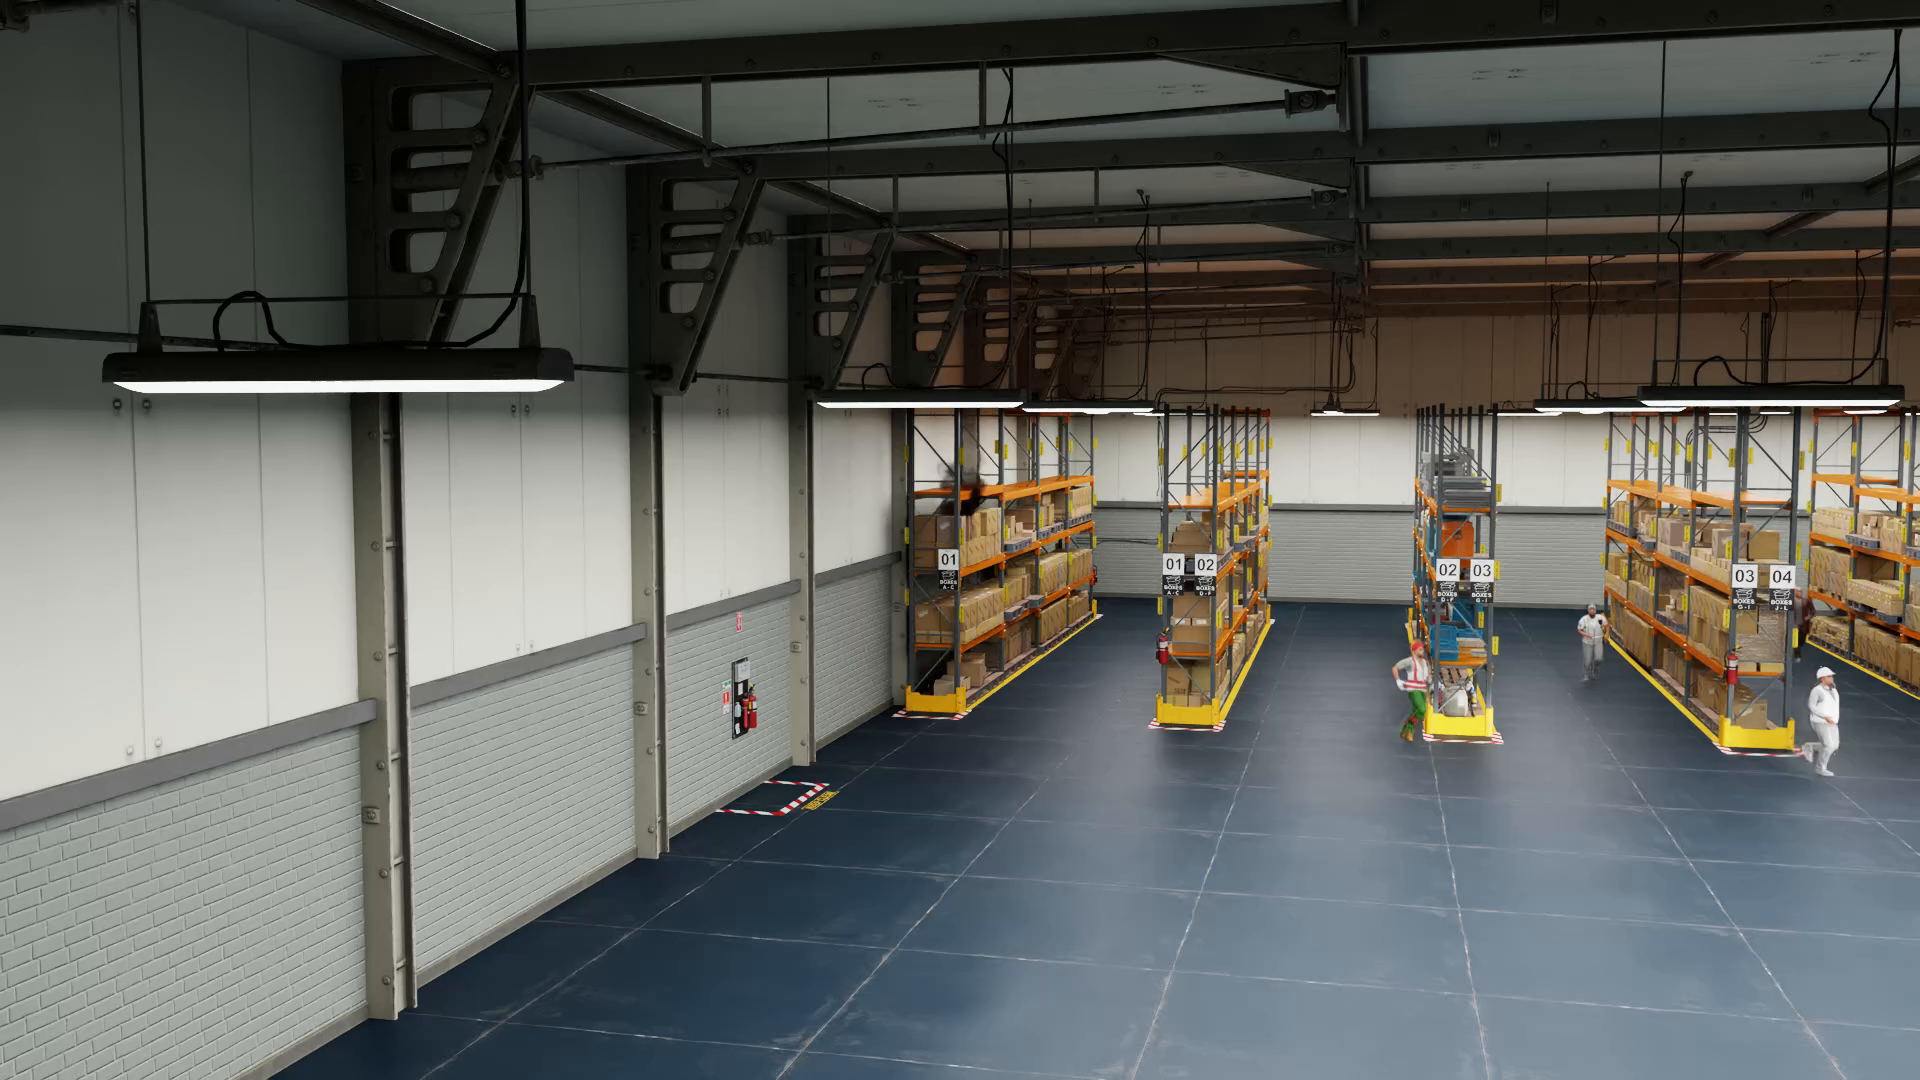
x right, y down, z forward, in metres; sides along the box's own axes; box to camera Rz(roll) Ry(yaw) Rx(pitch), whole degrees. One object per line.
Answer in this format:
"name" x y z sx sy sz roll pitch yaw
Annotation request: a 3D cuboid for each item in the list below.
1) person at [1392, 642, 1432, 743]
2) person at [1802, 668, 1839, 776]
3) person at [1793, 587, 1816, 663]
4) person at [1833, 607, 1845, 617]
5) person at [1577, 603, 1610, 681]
"person" 8.126 2.697 29.534 0.696 1.756 0.601 -3 5 -37
"person" 13.878 2.910 26.785 0.668 1.743 0.661 -2 5 -30
"person" 19.826 1.992 39.314 0.704 1.773 0.844 2 4 21
"person" 23.363 1.681 44.083 0.691 1.666 0.528 -4 6 -43
"person" 13.734 2.220 36.065 0.669 1.738 0.769 1 4 14
